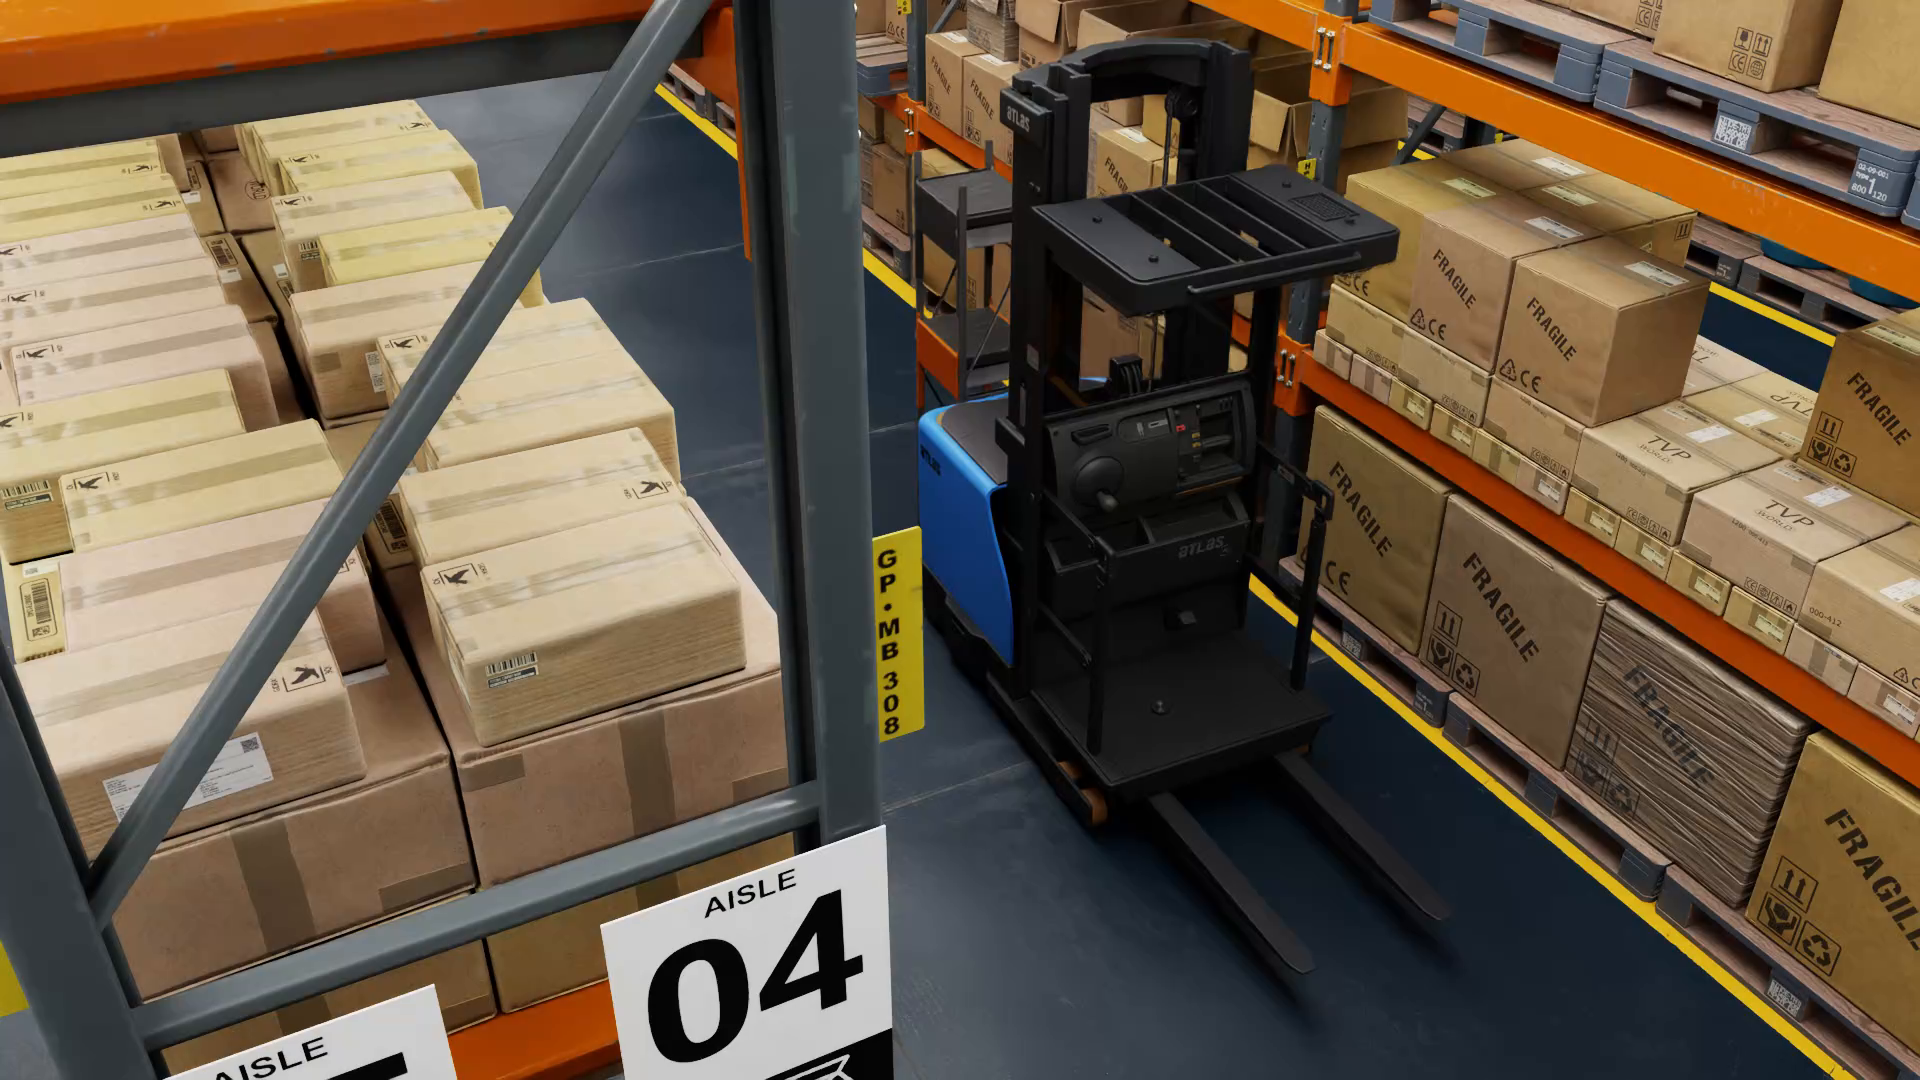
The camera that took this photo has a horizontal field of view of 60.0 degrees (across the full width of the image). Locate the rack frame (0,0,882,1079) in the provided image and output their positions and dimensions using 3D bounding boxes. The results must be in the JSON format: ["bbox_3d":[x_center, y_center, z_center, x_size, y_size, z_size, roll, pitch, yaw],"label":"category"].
[{"bbox_3d":[-0.574,-0.626,1.386,1.000,3.000,0.127,-16,36,-23],"label":"rack frame"}]

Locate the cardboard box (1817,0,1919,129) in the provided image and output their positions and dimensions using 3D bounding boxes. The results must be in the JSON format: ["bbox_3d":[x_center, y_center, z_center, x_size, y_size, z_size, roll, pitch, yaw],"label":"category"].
[{"bbox_3d":[3.131,-1.592,5.099,0.700,0.500,0.500,-18,37,-26],"label":"cardboard box"}]

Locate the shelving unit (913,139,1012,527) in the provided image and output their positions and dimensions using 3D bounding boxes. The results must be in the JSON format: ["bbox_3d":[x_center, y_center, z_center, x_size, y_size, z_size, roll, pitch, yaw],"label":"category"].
[{"bbox_3d":[0.074,-0.824,8.089,0.431,2.100,0.503,-14,35,-21],"label":"shelving unit"}]

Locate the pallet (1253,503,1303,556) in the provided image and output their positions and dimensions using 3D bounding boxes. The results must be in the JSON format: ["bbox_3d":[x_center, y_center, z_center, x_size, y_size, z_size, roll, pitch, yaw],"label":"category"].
[{"bbox_3d":[1.570,-0.384,9.153,1.003,0.211,1.213,-16,36,-23],"label":"pallet"}]

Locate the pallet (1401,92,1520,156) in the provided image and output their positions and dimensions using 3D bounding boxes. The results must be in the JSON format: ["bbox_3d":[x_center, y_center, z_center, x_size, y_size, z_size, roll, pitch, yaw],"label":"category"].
[{"bbox_3d":[4.186,-3.569,14.124,1.003,0.211,1.213,-16,36,-23],"label":"pallet"}]

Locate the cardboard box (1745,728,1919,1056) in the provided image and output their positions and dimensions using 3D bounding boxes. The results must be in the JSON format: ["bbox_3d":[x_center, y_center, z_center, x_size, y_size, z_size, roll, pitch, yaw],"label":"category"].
[{"bbox_3d":[3.492,1.133,5.782,0.875,0.875,0.875,-16,36,-23],"label":"cardboard box"}]

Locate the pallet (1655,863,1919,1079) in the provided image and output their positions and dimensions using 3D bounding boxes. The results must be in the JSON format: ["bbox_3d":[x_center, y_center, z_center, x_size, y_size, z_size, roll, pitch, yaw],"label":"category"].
[{"bbox_3d":[3.419,1.513,6.193,1.003,0.211,1.213,-16,36,-23],"label":"pallet"}]

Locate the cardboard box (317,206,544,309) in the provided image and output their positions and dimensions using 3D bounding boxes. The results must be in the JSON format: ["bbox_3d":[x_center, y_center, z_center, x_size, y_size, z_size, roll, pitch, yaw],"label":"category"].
[{"bbox_3d":[-1.054,-0.527,3.317,0.380,0.149,0.250,-15,35,-22],"label":"cardboard box"}]

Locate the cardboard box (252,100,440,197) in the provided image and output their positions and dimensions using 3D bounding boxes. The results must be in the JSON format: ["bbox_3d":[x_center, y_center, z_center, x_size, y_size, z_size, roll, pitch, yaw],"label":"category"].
[{"bbox_3d":[-1.425,-0.896,3.894,0.380,0.149,0.250,-16,36,-23],"label":"cardboard box"}]

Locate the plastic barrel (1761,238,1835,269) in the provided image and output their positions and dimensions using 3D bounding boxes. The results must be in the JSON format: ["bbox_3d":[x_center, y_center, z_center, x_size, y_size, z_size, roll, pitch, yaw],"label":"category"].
[{"bbox_3d":[5.809,-2.350,11.193,0.600,0.901,0.708,-16,36,-23],"label":"plastic barrel"}]

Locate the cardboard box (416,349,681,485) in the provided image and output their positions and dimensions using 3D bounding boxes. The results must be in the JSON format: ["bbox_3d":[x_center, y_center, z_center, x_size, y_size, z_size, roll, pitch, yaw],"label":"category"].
[{"bbox_3d":[-0.689,-0.165,2.752,0.380,0.149,0.250,-16,36,-23],"label":"cardboard box"}]

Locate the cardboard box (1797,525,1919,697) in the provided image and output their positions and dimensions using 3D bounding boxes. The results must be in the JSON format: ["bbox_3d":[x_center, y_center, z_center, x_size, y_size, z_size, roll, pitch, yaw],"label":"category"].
[{"bbox_3d":[3.164,0.231,5.471,0.500,0.250,0.500,-17,36,-24],"label":"cardboard box"}]

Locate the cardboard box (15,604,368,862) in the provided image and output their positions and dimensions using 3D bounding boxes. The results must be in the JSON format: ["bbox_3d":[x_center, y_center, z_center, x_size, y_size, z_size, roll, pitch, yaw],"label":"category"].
[{"bbox_3d":[-0.989,0.237,2.126,0.380,0.149,0.250,-16,36,-24],"label":"cardboard box"}]

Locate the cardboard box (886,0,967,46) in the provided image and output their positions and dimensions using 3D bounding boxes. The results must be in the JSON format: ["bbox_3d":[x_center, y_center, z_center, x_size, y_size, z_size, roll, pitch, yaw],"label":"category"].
[{"bbox_3d":[-0.156,-3.584,11.082,0.500,0.500,0.500,-21,38,-29],"label":"cardboard box"}]

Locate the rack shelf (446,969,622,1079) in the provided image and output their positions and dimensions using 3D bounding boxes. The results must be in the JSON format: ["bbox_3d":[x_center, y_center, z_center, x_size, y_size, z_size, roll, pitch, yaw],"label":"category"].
[{"bbox_3d":[-1.507,-0.015,3.879,1.077,0.370,4.000,-16,36,-23],"label":"rack shelf"}]

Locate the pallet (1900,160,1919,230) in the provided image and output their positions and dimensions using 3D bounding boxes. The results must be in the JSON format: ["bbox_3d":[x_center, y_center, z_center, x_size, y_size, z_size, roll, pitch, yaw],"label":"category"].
[{"bbox_3d":[3.506,-0.877,4.640,1.003,0.211,1.213,-16,36,-23],"label":"pallet"}]

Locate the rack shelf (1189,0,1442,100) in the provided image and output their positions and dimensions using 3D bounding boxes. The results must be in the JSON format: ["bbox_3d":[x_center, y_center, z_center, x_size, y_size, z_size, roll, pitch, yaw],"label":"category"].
[{"bbox_3d":[1.063,-3.123,8.731,1.077,0.370,4.000,-16,36,-23],"label":"rack shelf"}]

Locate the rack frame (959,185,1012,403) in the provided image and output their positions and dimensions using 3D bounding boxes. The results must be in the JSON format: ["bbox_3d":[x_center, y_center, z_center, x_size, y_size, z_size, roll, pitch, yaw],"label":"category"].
[{"bbox_3d":[0.177,-0.705,7.903,0.400,2.100,0.015,-14,35,-21],"label":"rack frame"}]

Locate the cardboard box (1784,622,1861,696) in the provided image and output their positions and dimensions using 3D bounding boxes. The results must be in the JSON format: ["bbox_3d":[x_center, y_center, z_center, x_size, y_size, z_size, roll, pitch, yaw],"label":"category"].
[{"bbox_3d":[3.049,0.355,5.648,0.380,0.149,0.250,-15,36,-22],"label":"cardboard box"}]

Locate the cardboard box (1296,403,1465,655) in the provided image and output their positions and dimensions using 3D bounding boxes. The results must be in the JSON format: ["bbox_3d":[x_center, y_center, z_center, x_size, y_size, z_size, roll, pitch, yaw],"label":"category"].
[{"bbox_3d":[2.233,-0.156,7.793,0.875,0.875,0.875,-16,36,-23],"label":"cardboard box"}]

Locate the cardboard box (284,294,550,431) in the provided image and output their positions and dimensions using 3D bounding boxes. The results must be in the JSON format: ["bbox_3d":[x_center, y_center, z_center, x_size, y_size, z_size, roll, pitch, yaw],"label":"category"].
[{"bbox_3d":[-1.018,-0.279,3.299,0.500,0.250,0.500,-15,36,-23],"label":"cardboard box"}]

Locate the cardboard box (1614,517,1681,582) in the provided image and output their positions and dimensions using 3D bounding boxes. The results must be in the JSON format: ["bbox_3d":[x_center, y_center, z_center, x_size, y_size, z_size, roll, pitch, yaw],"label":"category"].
[{"bbox_3d":[2.691,-0.011,6.219,0.380,0.149,0.250,-15,36,-22],"label":"cardboard box"}]

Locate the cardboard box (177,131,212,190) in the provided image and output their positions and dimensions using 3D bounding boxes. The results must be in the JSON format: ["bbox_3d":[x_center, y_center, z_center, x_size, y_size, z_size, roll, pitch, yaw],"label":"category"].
[{"bbox_3d":[-2.199,-0.891,4.254,0.500,0.250,0.500,-16,36,-23],"label":"cardboard box"}]

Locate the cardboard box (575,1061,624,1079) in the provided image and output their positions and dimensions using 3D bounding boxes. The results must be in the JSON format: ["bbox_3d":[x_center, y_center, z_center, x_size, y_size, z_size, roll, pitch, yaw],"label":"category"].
[{"bbox_3d":[-0.548,1.030,3.066,0.500,0.500,0.500,-16,36,-23],"label":"cardboard box"}]

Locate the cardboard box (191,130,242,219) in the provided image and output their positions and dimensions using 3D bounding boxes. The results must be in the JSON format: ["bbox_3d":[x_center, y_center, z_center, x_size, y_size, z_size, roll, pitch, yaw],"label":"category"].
[{"bbox_3d":[-1.767,-1.012,4.444,0.500,0.250,0.500,-17,37,-25],"label":"cardboard box"}]

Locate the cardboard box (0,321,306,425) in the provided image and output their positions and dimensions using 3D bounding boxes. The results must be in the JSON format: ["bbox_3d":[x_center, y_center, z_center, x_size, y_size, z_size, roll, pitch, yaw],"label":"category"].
[{"bbox_3d":[-1.490,-0.155,3.107,0.500,0.250,0.500,-15,36,-22],"label":"cardboard box"}]

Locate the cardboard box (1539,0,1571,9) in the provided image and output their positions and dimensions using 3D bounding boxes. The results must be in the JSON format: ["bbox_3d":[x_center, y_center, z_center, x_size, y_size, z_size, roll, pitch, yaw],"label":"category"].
[{"bbox_3d":[2.414,-2.374,6.320,0.700,0.500,0.500,-18,37,-26],"label":"cardboard box"}]

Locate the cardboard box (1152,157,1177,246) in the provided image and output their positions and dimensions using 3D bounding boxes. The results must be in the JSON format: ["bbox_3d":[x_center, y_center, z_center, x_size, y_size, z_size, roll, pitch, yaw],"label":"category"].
[{"bbox_3d":[1.312,-1.643,8.441,0.500,0.500,0.500,-15,35,-22],"label":"cardboard box"}]

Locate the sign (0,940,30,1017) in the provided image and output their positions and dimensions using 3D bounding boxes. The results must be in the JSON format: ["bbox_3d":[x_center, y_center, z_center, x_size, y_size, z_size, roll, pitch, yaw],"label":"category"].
[{"bbox_3d":[-1.074,0.394,1.753,0.100,0.325,0.005,-16,36,-23],"label":"sign"}]

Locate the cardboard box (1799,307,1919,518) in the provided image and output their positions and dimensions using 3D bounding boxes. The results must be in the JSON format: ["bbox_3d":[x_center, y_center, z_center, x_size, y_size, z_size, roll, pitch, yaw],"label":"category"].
[{"bbox_3d":[3.396,-0.459,5.854,0.500,0.500,0.500,-17,36,-24],"label":"cardboard box"}]

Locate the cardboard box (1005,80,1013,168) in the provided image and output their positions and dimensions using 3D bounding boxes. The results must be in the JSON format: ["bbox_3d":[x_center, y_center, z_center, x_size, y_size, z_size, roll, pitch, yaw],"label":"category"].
[{"bbox_3d":[0.601,-2.370,9.576,0.500,0.500,0.500,-17,36,-24],"label":"cardboard box"}]

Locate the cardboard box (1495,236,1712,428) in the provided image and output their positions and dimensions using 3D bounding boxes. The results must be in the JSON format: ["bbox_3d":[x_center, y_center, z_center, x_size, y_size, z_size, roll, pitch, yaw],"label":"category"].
[{"bbox_3d":[2.463,-0.810,6.401,0.500,0.500,0.500,-17,36,-25],"label":"cardboard box"}]

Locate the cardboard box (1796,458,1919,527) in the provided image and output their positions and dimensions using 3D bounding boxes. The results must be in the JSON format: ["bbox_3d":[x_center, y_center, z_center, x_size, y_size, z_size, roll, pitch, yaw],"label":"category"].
[{"bbox_3d":[3.397,-0.146,6.060,0.500,0.250,0.500,-17,36,-25],"label":"cardboard box"}]

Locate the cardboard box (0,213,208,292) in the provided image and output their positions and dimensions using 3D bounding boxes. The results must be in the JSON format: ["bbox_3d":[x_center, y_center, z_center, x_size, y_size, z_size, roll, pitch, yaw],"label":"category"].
[{"bbox_3d":[-1.687,-0.503,3.280,0.380,0.149,0.250,-17,36,-24],"label":"cardboard box"}]

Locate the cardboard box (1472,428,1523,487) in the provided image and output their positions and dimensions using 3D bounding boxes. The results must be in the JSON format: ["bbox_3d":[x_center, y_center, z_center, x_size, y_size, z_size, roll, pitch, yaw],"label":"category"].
[{"bbox_3d":[2.329,-0.380,6.795,0.380,0.149,0.250,-16,36,-24],"label":"cardboard box"}]

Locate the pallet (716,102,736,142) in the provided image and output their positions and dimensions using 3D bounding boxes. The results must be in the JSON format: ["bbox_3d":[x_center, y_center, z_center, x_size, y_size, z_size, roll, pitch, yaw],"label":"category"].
[{"bbox_3d":[-1.370,-3.481,13.988,1.003,0.211,1.213,-16,36,-23],"label":"pallet"}]

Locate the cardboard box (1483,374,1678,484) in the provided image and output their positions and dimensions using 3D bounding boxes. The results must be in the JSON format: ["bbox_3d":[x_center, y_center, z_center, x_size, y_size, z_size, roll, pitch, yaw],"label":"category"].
[{"bbox_3d":[2.457,-0.496,6.607,0.500,0.250,0.500,-15,36,-22],"label":"cardboard box"}]

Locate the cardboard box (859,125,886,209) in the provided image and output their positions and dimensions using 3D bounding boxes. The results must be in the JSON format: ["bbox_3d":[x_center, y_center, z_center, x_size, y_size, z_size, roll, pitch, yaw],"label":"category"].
[{"bbox_3d":[-0.469,-2.826,12.291,0.700,0.500,0.500,-19,37,-27],"label":"cardboard box"}]

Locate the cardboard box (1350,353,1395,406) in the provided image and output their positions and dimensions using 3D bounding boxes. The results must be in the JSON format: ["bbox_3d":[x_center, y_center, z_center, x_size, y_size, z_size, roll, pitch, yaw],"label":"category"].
[{"bbox_3d":[1.962,-0.753,7.377,0.380,0.149,0.250,-17,36,-25],"label":"cardboard box"}]

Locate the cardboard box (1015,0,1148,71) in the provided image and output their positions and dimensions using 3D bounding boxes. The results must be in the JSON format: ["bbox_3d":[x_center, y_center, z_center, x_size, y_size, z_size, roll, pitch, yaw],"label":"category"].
[{"bbox_3d":[0.759,-2.917,9.500,0.797,0.503,0.637,-15,36,-22],"label":"cardboard box"}]

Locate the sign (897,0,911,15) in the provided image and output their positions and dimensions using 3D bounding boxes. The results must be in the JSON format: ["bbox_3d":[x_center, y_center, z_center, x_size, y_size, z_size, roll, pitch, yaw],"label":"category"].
[{"bbox_3d":[-0.345,-3.431,10.324,0.100,0.325,0.005,-16,36,-23],"label":"sign"}]

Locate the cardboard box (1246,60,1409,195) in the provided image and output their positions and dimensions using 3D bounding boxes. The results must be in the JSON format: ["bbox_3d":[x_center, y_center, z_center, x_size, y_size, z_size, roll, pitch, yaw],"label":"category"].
[{"bbox_3d":[1.691,-1.976,8.031,0.797,0.503,0.637,-17,36,-24],"label":"cardboard box"}]

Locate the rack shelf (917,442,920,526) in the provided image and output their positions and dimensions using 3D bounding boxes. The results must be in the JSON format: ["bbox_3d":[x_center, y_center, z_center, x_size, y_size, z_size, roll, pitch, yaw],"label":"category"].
[{"bbox_3d":[0.073,-0.223,8.474,0.431,0.518,0.480,-14,35,-21],"label":"rack shelf"}]

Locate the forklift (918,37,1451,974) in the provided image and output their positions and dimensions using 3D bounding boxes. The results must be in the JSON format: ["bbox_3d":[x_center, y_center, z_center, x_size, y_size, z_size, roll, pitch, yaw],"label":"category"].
[{"bbox_3d":[0.875,-0.316,6.526,1.130,2.935,3.031,-14,35,-21],"label":"forklift"}]

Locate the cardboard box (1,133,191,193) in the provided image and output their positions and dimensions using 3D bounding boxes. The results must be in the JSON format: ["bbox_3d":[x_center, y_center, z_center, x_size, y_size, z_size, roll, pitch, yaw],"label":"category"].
[{"bbox_3d":[-2.034,-0.890,3.884,0.380,0.149,0.250,-17,36,-25],"label":"cardboard box"}]

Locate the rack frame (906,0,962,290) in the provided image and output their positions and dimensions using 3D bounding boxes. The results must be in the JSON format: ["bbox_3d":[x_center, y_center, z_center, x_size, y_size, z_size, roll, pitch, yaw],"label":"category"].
[{"bbox_3d":[0.131,-3.118,10.835,1.000,3.000,0.127,-16,36,-23],"label":"rack frame"}]

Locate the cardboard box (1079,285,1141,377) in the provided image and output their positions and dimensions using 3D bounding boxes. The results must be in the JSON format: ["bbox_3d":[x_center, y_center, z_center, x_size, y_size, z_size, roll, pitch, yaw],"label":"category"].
[{"bbox_3d":[1.262,-1.217,9.450,1.225,0.875,0.875,-17,36,-25],"label":"cardboard box"}]

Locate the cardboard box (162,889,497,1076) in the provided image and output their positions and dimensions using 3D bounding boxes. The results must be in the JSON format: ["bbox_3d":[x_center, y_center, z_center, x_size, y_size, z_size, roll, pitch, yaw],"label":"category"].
[{"bbox_3d":[-1.020,0.549,2.471,0.500,0.250,0.500,-17,36,-24],"label":"cardboard box"}]

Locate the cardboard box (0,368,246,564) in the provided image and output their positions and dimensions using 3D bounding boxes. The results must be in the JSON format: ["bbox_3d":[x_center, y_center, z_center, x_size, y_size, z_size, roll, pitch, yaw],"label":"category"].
[{"bbox_3d":[-1.357,-0.127,2.693,0.380,0.149,0.250,-15,36,-22],"label":"cardboard box"}]
